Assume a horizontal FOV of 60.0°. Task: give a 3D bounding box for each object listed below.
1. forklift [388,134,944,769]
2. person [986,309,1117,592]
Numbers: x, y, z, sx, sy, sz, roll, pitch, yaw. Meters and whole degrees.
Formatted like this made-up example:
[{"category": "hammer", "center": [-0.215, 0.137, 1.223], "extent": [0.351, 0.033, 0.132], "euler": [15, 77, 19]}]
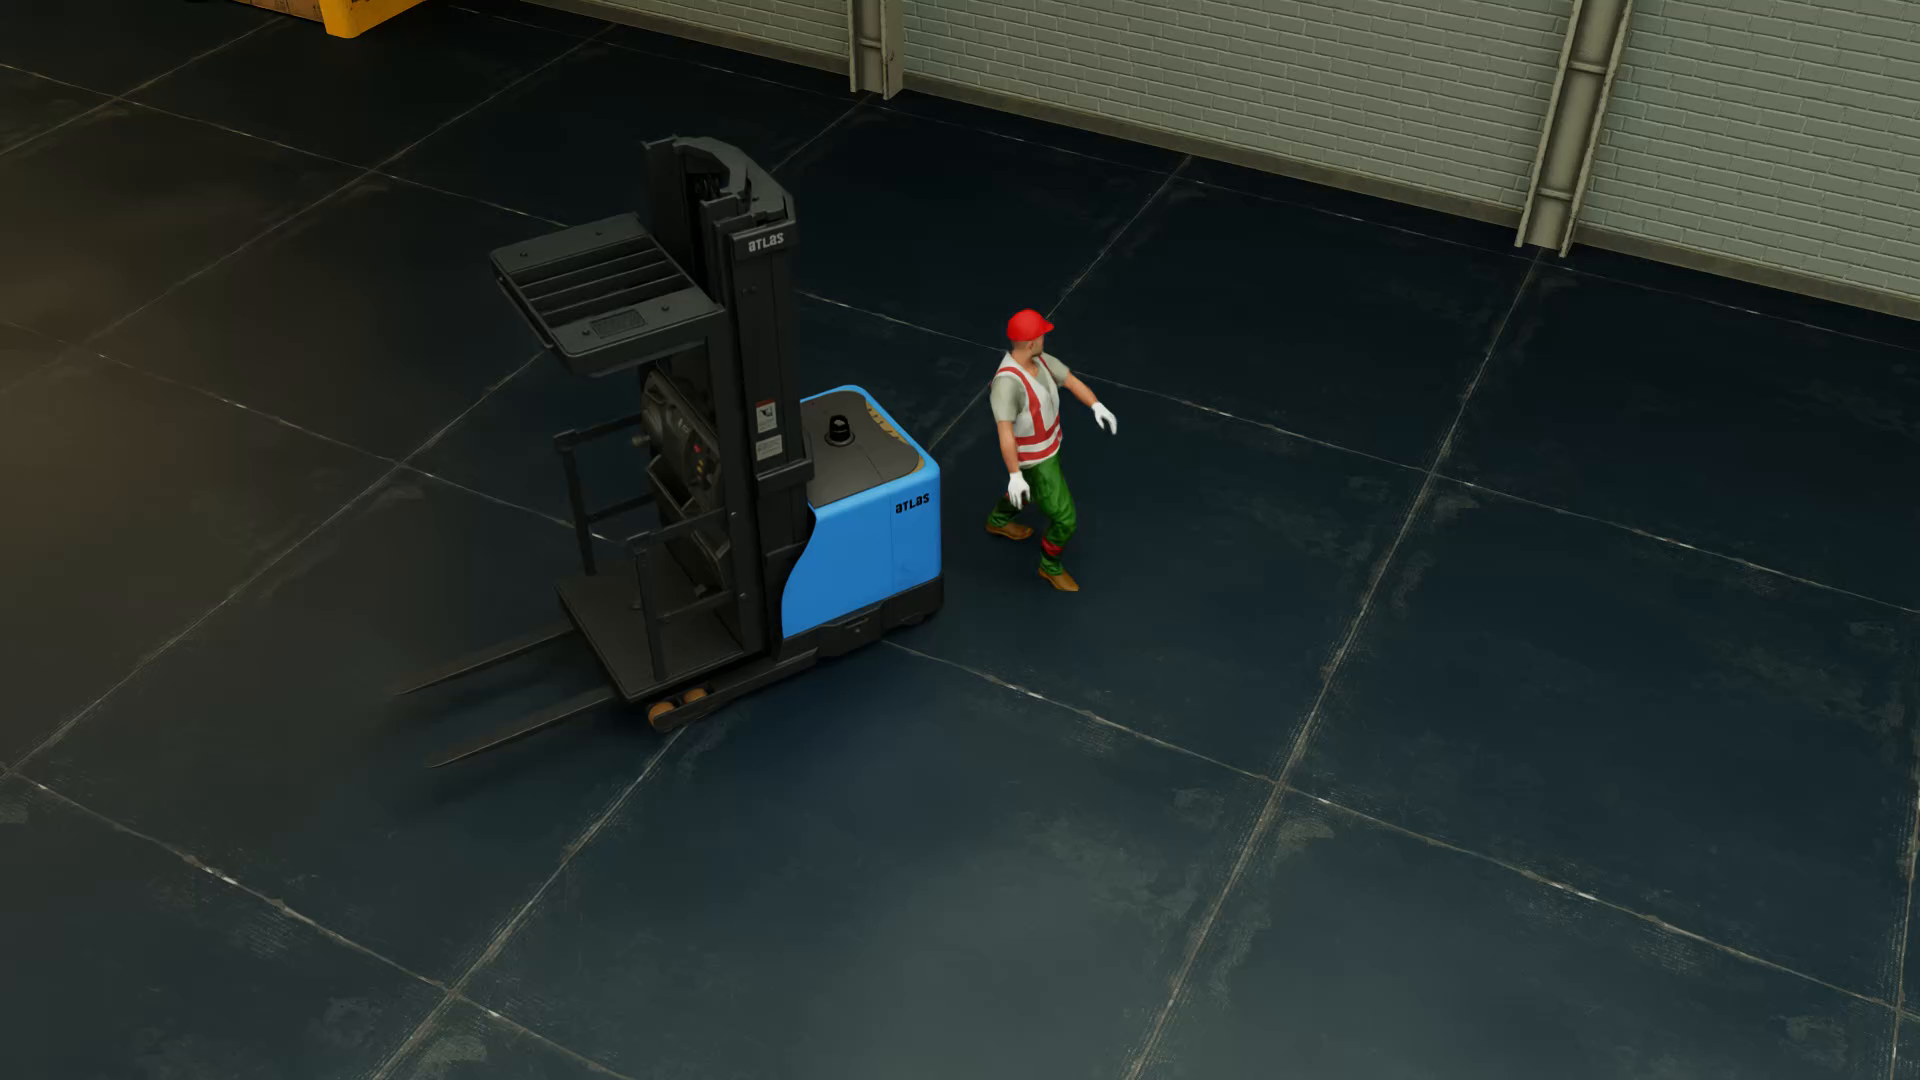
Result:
[{"category": "forklift", "center": [-1.620, -0.470, 8.544], "extent": [3.031, 2.935, 1.130], "euler": [-21, 45, -23]}, {"category": "person", "center": [0.487, -0.457, 9.548], "extent": [0.786, 1.684, 0.835], "euler": [8, 41, 9]}]
